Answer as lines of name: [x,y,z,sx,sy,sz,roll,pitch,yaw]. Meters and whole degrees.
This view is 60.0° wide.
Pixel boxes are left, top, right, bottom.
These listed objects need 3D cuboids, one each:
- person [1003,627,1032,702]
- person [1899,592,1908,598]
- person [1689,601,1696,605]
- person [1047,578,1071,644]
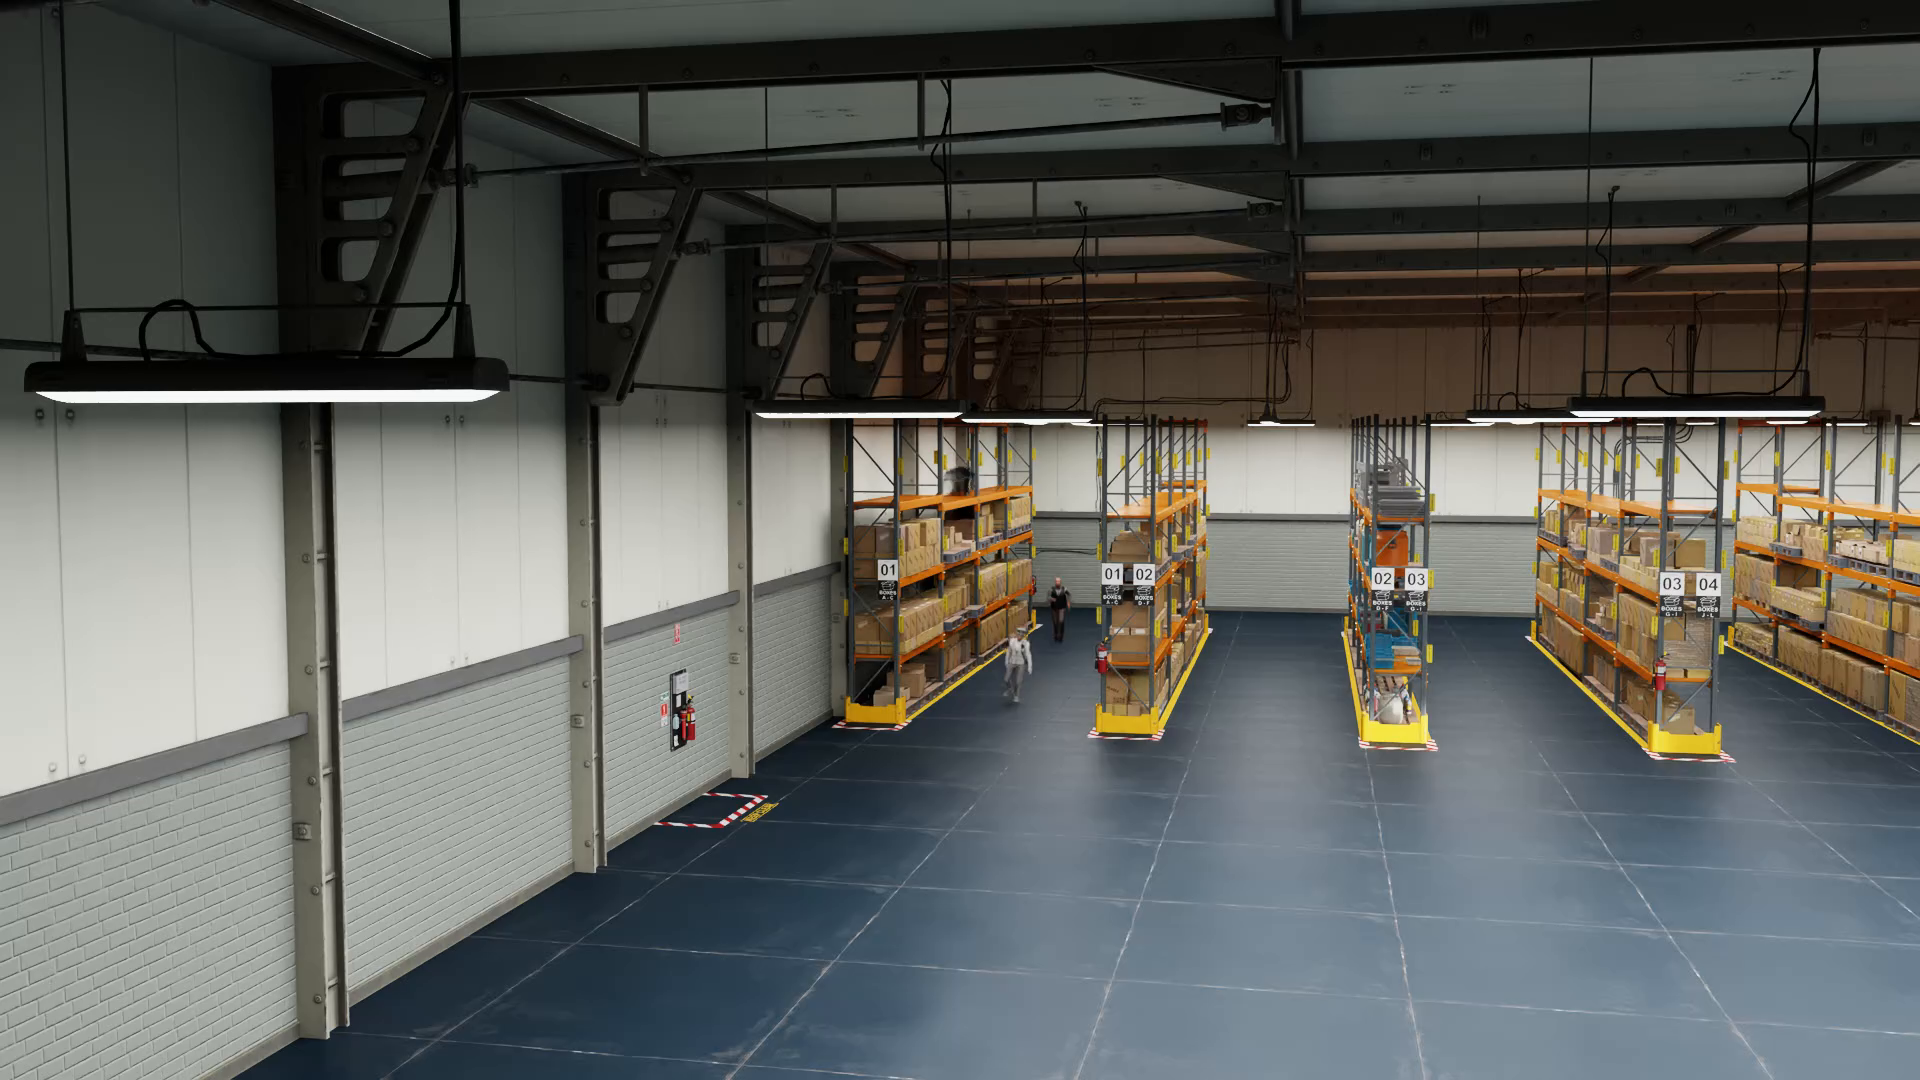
person: [1.202,2.600,34.829,0.710,1.588,0.616,1,4,17]
person: [22.918,2.120,40.448,0.689,1.752,1.063,0,4,-7]
person: [19.043,1.986,43.186,0.686,1.747,0.709,1,4,15]
person: [2.645,1.893,44.692,0.627,1.774,0.829,1,4,10]
